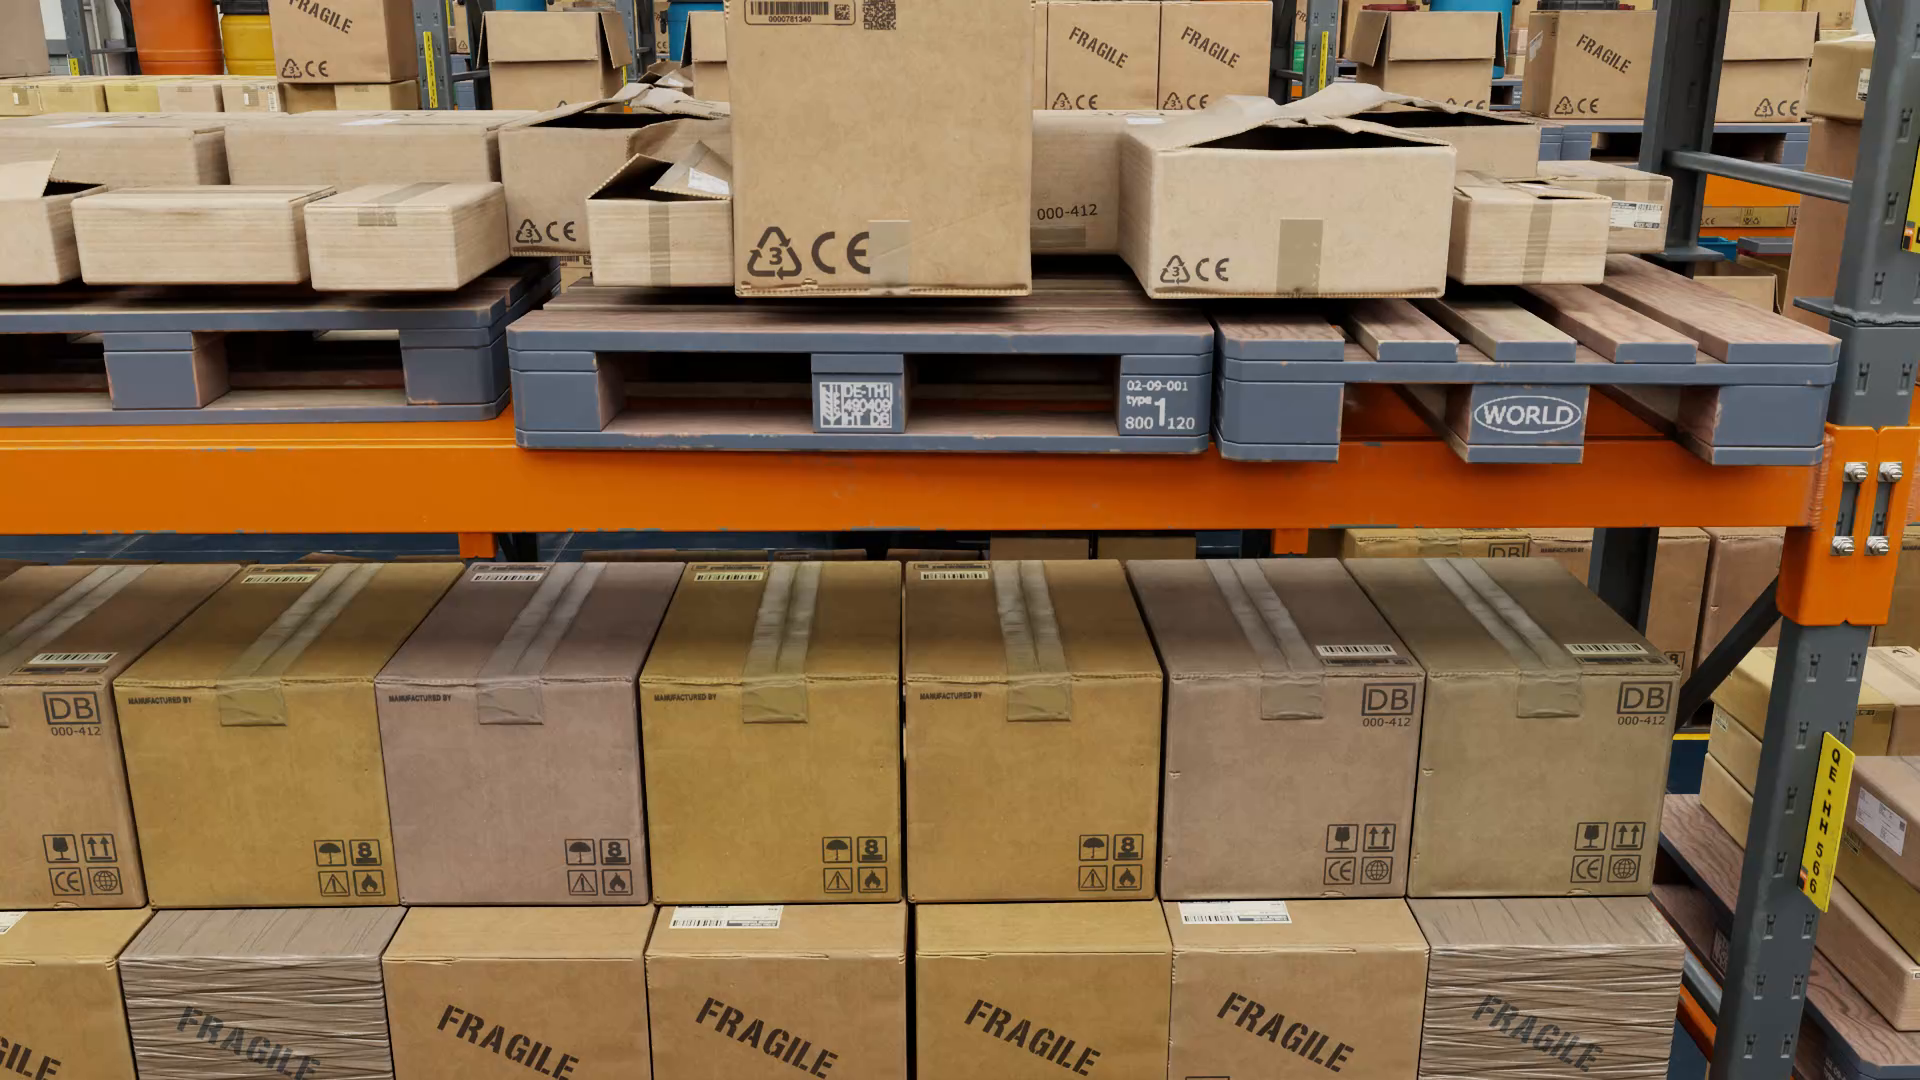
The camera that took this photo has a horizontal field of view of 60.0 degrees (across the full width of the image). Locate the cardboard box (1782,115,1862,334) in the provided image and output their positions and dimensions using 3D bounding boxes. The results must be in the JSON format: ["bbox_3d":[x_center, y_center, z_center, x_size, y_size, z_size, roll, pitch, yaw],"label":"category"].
[{"bbox_3d":[2.168,-0.648,3.581,0.500,0.500,0.500,0,18,-1],"label":"cardboard box"}]

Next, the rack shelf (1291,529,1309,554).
[{"bbox_3d":[3.624,-0.274,8.668,4.000,0.370,1.077,0,18,-1],"label":"rack shelf"}]

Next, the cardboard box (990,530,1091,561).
[{"bbox_3d":[0.425,0.035,8.672,0.500,0.250,0.500,2,18,5],"label":"cardboard box"}]

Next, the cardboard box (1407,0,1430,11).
[{"bbox_3d":[4.966,-5.395,17.530,0.600,0.600,0.600,-2,18,-6],"label":"cardboard box"}]

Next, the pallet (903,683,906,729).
[{"bbox_3d":[-0.374,0.729,8.928,1.213,0.211,1.003,0,18,-1],"label":"pallet"}]

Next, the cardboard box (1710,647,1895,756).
[{"bbox_3d":[2.084,0.403,4.131,0.250,0.149,0.380,-1,18,-3],"label":"cardboard box"}]

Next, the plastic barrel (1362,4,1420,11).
[{"bbox_3d":[3.316,-3.867,12.871,0.433,0.535,0.433,0,18,0],"label":"plastic barrel"}]

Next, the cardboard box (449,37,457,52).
[{"bbox_3d":[-5.348,-5.121,17.184,0.250,0.149,0.380,0,18,-1],"label":"cardboard box"}]

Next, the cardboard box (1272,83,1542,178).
[{"bbox_3d":[0.874,-0.788,3.479,0.500,0.311,0.500,0,18,-1],"label":"cardboard box"}]

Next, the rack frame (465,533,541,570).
[{"bbox_3d":[-2.375,-0.587,8.468,0.127,3.000,1.000,0,18,-1],"label":"rack frame"}]

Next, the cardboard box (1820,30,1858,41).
[{"bbox_3d":[8.961,-5.185,17.318,0.500,0.250,0.500,0,18,-1],"label":"cardboard box"}]

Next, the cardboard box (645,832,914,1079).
[{"bbox_3d":[-0.356,0.953,3.501,0.500,0.500,0.500,0,18,0],"label":"cardboard box"}]

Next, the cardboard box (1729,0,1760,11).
[{"bbox_3d":[7.958,-5.604,17.394,0.500,0.500,0.700,0,18,-1],"label":"cardboard box"}]

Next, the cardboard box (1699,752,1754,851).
[{"bbox_3d":[2.087,0.686,4.224,0.250,0.149,0.380,0,18,0],"label":"cardboard box"}]

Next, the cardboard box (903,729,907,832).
[{"bbox_3d":[-0.362,0.788,4.016,0.500,0.500,0.500,0,18,-1],"label":"cardboard box"}]

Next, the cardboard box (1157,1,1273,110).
[{"bbox_3d":[1.151,-2.242,7.733,0.500,0.500,0.500,0,18,1],"label":"cardboard box"}]

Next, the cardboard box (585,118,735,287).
[{"bbox_3d":[-0.524,-0.628,3.053,0.258,0.266,0.396,0,18,-1],"label":"cardboard box"}]

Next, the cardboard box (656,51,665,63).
[{"bbox_3d":[-4.170,-6.521,21.857,0.500,0.500,0.500,-1,18,-3],"label":"cardboard box"}]

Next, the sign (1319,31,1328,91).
[{"bbox_3d":[1.631,-2.115,7.474,0.005,0.325,0.100,0,18,-1],"label":"sign"}]

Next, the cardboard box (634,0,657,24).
[{"bbox_3d":[-4.176,-6.991,21.685,0.500,0.500,0.500,-1,18,-3],"label":"cardboard box"}]

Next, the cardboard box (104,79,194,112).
[{"bbox_3d":[-3.749,-2.055,7.726,0.250,0.149,0.380,0,18,1],"label":"cardboard box"}]

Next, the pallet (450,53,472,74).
[{"bbox_3d":[-4.597,-4.982,17.402,1.213,0.211,1.003,0,18,-1],"label":"pallet"}]

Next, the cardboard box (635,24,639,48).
[{"bbox_3d":[-3.576,-5.341,17.605,0.500,0.311,0.500,-1,18,-4],"label":"cardboard box"}]

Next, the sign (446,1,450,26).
[{"bbox_3d":[-6.601,-6.785,21.448,0.005,0.325,0.100,0,18,-1],"label":"sign"}]

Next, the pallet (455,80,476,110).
[{"bbox_3d":[-3.173,-3.405,12.650,1.003,0.211,1.213,0,18,-1],"label":"pallet"}]

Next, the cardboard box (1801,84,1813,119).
[{"bbox_3d":[4.133,-2.173,8.225,0.250,0.149,0.380,-1,18,-3],"label":"cardboard box"}]

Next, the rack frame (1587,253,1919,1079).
[{"bbox_3d":[1.601,0.909,3.804,0.127,3.000,1.000,0,18,-1],"label":"rack frame"}]

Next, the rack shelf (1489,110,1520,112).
[{"bbox_3d":[3.546,-3.215,12.926,4.000,0.370,1.077,0,18,-1],"label":"rack shelf"}]

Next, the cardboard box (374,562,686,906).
[{"bbox_3d":[-0.882,0.395,3.606,0.500,0.500,0.700,0,18,0],"label":"cardboard box"}]

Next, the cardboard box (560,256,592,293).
[{"bbox_3d":[-1.579,-1.034,8.191,1.000,1.000,1.000,0,18,0],"label":"cardboard box"}]

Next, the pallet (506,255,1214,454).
[{"bbox_3d":[-0.160,-0.404,3.295,1.213,0.211,1.003,1,18,2],"label":"pallet"}]

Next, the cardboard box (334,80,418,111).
[{"bbox_3d":[-2.696,-2.044,7.692,0.250,0.149,0.380,0,18,1],"label":"cardboard box"}]

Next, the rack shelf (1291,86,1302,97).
[{"bbox_3d":[3.471,-4.728,17.642,4.000,0.370,1.077,0,18,-1],"label":"rack shelf"}]

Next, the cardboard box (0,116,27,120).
[{"bbox_3d":[-4.358,-1.858,7.764,0.500,0.250,0.500,0,18,1],"label":"cardboard box"}]

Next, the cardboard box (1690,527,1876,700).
[{"bbox_3d":[4.091,0.200,8.806,0.875,0.875,1.225,-1,18,-3],"label":"cardboard box"}]

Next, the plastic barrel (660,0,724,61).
[{"bbox_3d":[-1.948,-3.836,12.863,0.708,0.901,0.600,0,18,-1],"label":"plastic barrel"}]

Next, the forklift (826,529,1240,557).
[{"bbox_3d":[0.627,-1.392,11.088,3.031,2.935,1.130,0,18,1],"label":"forklift"}]

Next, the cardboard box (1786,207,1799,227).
[{"bbox_3d":[9.027,-3.633,17.799,0.500,0.500,0.500,0,18,1],"label":"cardboard box"}]

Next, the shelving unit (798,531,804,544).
[{"bbox_3d":[-1.027,-0.442,11.433,0.210,0.900,0.258,-3,18,2],"label":"shelving unit"}]

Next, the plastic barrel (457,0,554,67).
[{"bbox_3d":[-3.450,-3.995,12.672,0.708,0.901,0.600,0,18,-1],"label":"plastic barrel"}]

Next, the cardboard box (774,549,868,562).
[{"bbox_3d":[-0.724,0.398,8.769,0.500,0.500,0.700,-2,18,-6],"label":"cardboard box"}]

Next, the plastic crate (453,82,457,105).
[{"bbox_3d":[-4.035,-3.503,12.993,0.450,0.188,0.336,0,18,-1],"label":"plastic crate"}]

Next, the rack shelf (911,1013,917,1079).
[{"bbox_3d":[-0.398,1.261,3.884,4.000,0.370,1.077,0,18,-1],"label":"rack shelf"}]

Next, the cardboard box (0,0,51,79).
[{"bbox_3d":[-4.829,-2.508,8.077,0.500,0.500,0.500,0,18,-1],"label":"cardboard box"}]

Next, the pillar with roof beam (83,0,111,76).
[{"bbox_3d":[-11.854,-6.887,18.285,0.400,9.000,9.100,0,18,-1],"label":"pillar with roof beam"}]

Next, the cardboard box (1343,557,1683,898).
[{"bbox_3d":[1.152,0.384,3.639,0.500,0.500,0.700,0,18,-1],"label":"cardboard box"}]

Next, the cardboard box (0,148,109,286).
[{"bbox_3d":[-1.790,-0.611,2.998,0.396,0.266,0.258,-1,18,-2],"label":"cardboard box"}]

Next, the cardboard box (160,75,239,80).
[{"bbox_3d":[-3.754,-2.221,8.242,0.250,0.149,0.380,-1,18,-2],"label":"cardboard box"}]

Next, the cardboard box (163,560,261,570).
[{"bbox_3d":[-3.968,0.425,8.718,0.500,0.500,0.500,-2,18,-6],"label":"cardboard box"}]
